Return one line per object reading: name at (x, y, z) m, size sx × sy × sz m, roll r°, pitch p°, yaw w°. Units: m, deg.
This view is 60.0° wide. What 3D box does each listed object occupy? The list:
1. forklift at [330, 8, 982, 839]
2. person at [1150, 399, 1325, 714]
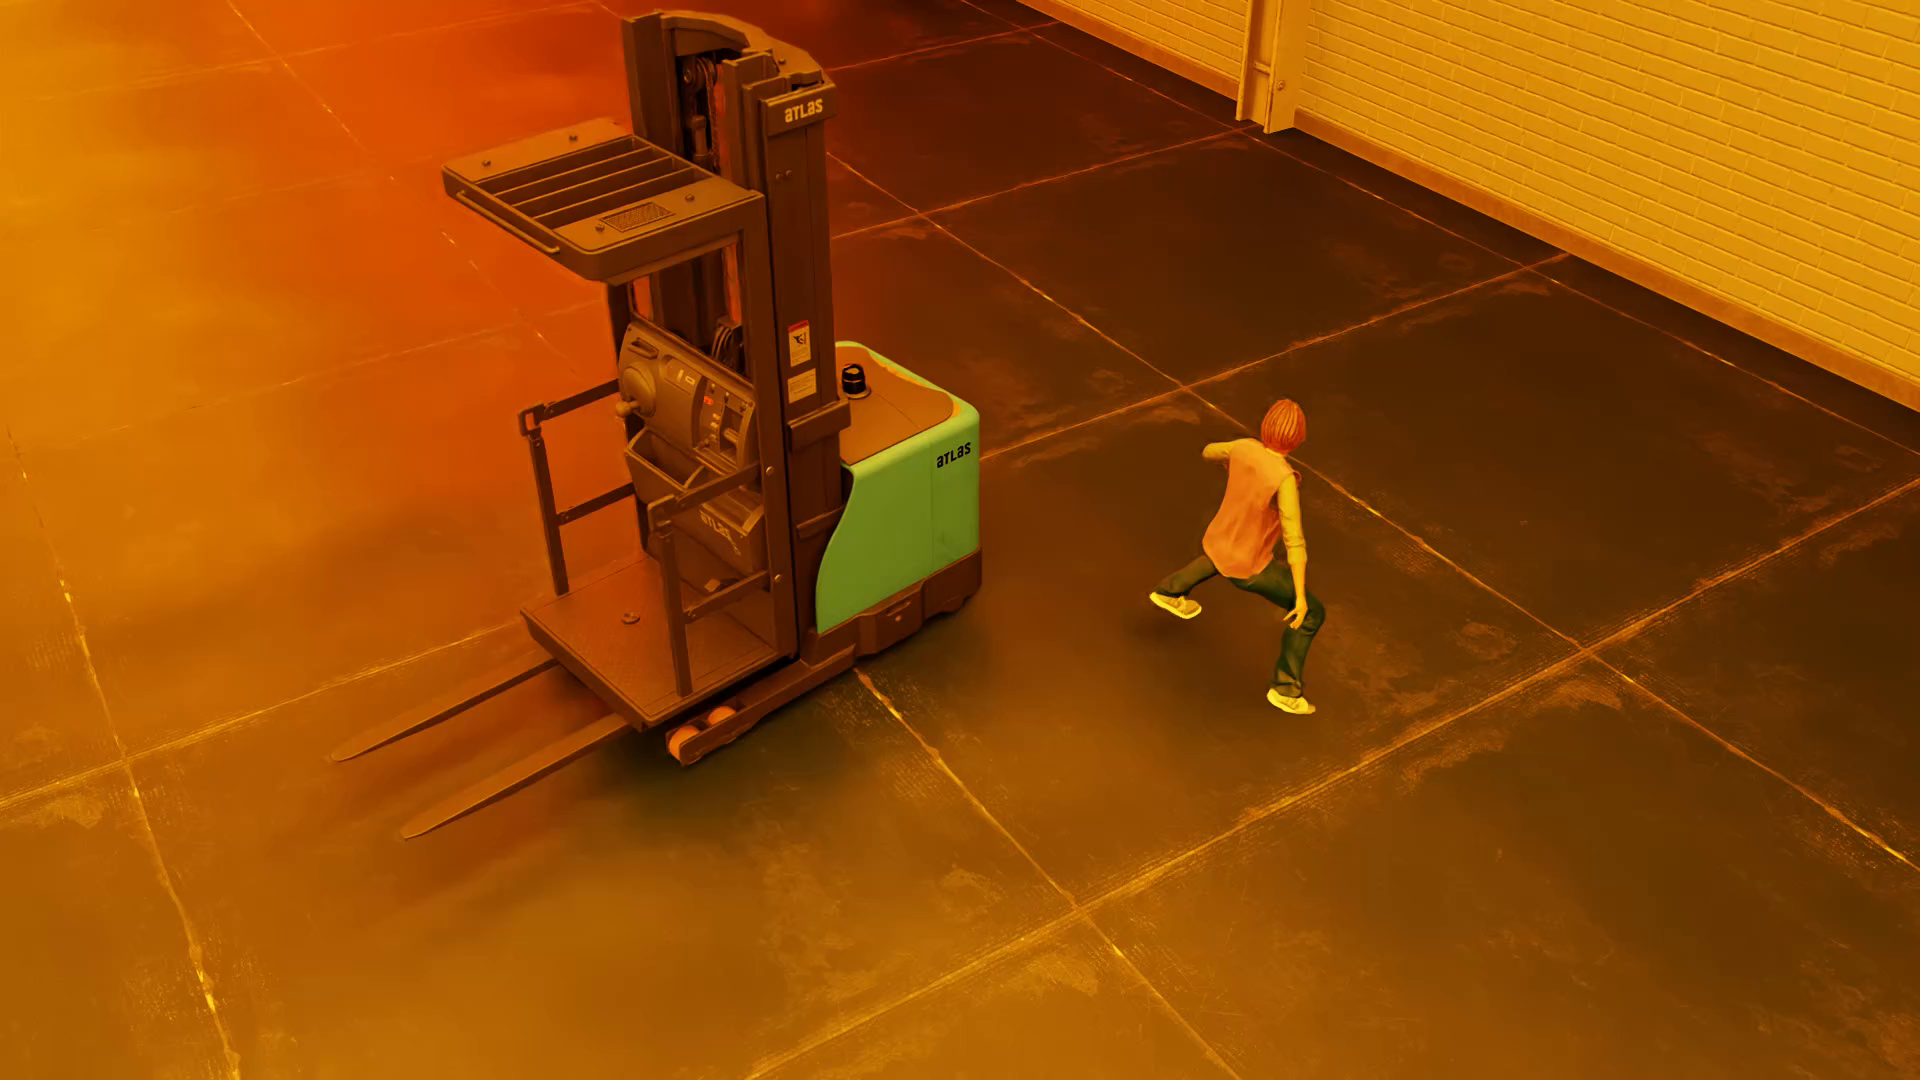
forklift at (-1.319, -0.557, 6.940) m, size 3.031 × 2.935 × 1.130 m, roll -28°, pitch 44°, yaw -34°
person at (1.323, 0.066, 7.403) m, size 0.488 × 1.491 × 1.032 m, roll -14°, pitch 37°, yaw -19°
